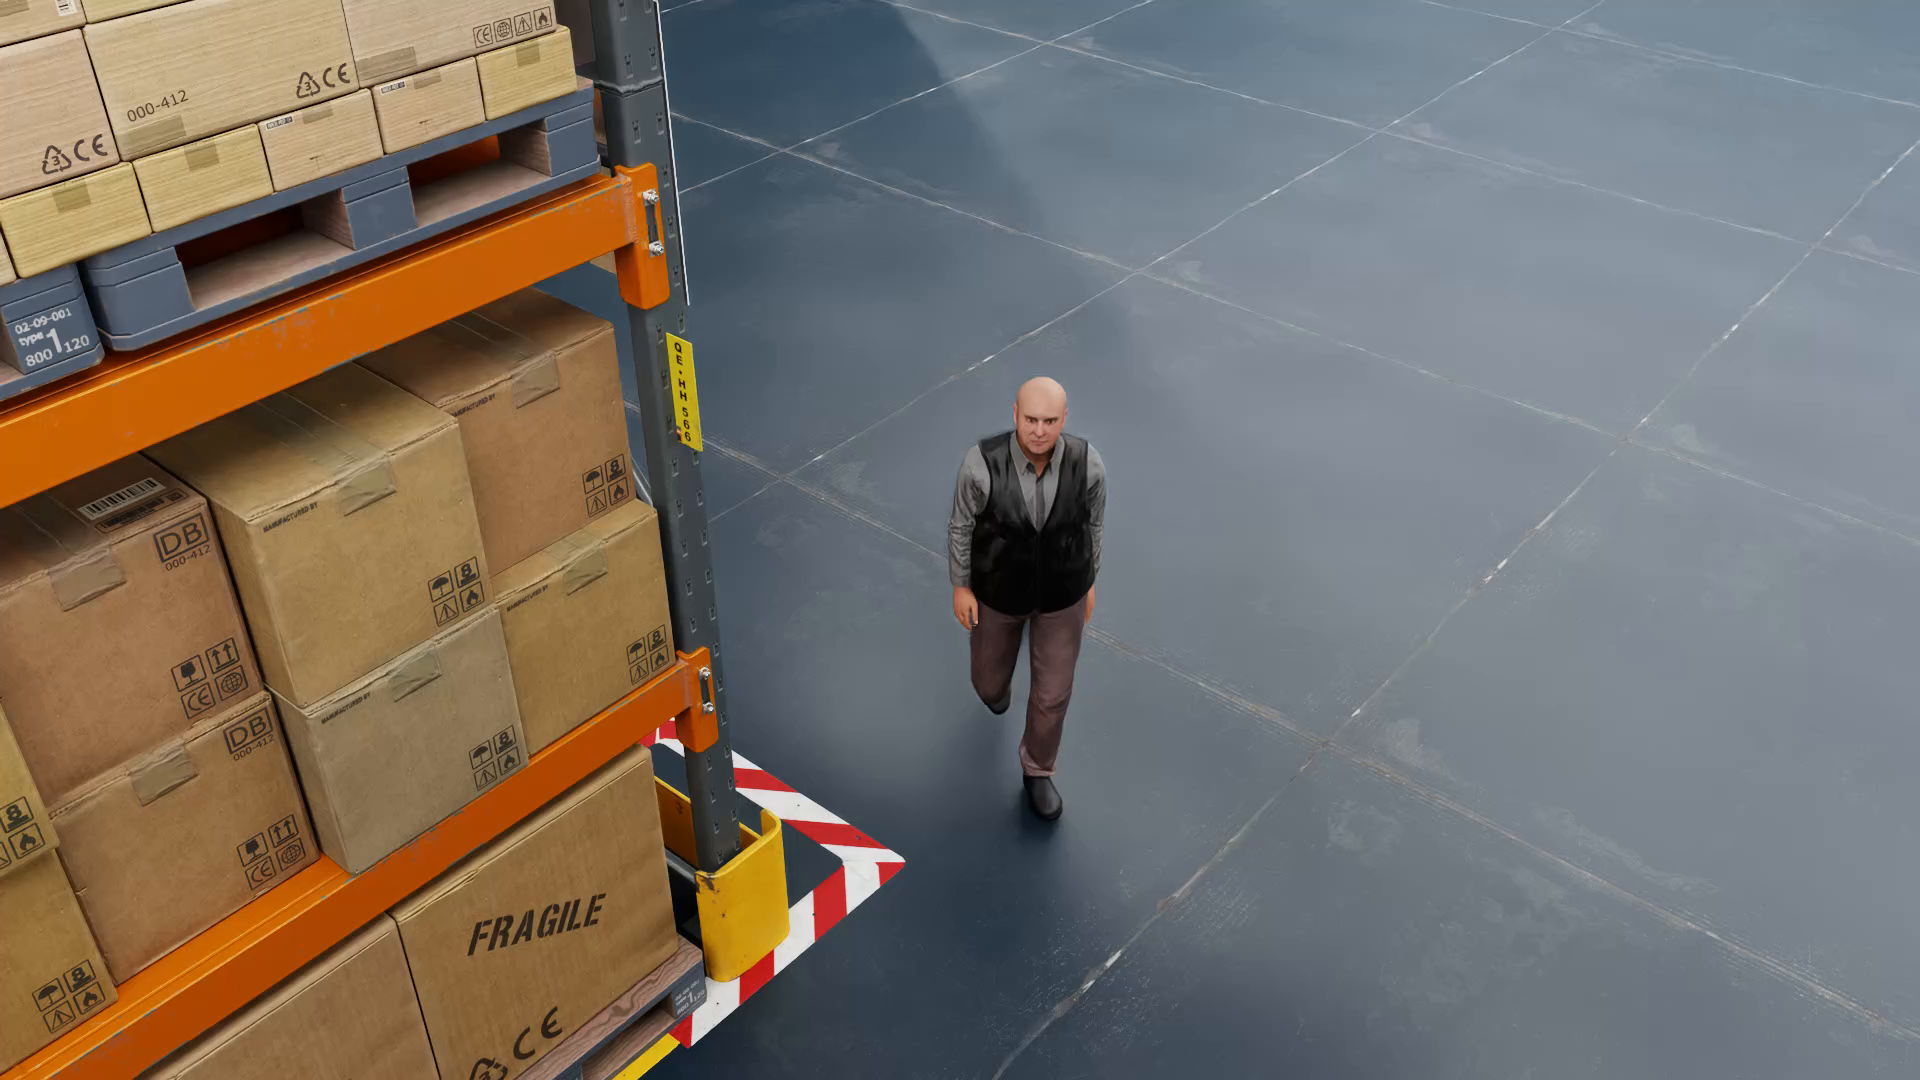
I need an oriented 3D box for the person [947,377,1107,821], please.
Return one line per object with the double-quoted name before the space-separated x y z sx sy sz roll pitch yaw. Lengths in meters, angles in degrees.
"person" 0.228 0.154 5.924 0.549 1.702 0.729 -2 35 -3
